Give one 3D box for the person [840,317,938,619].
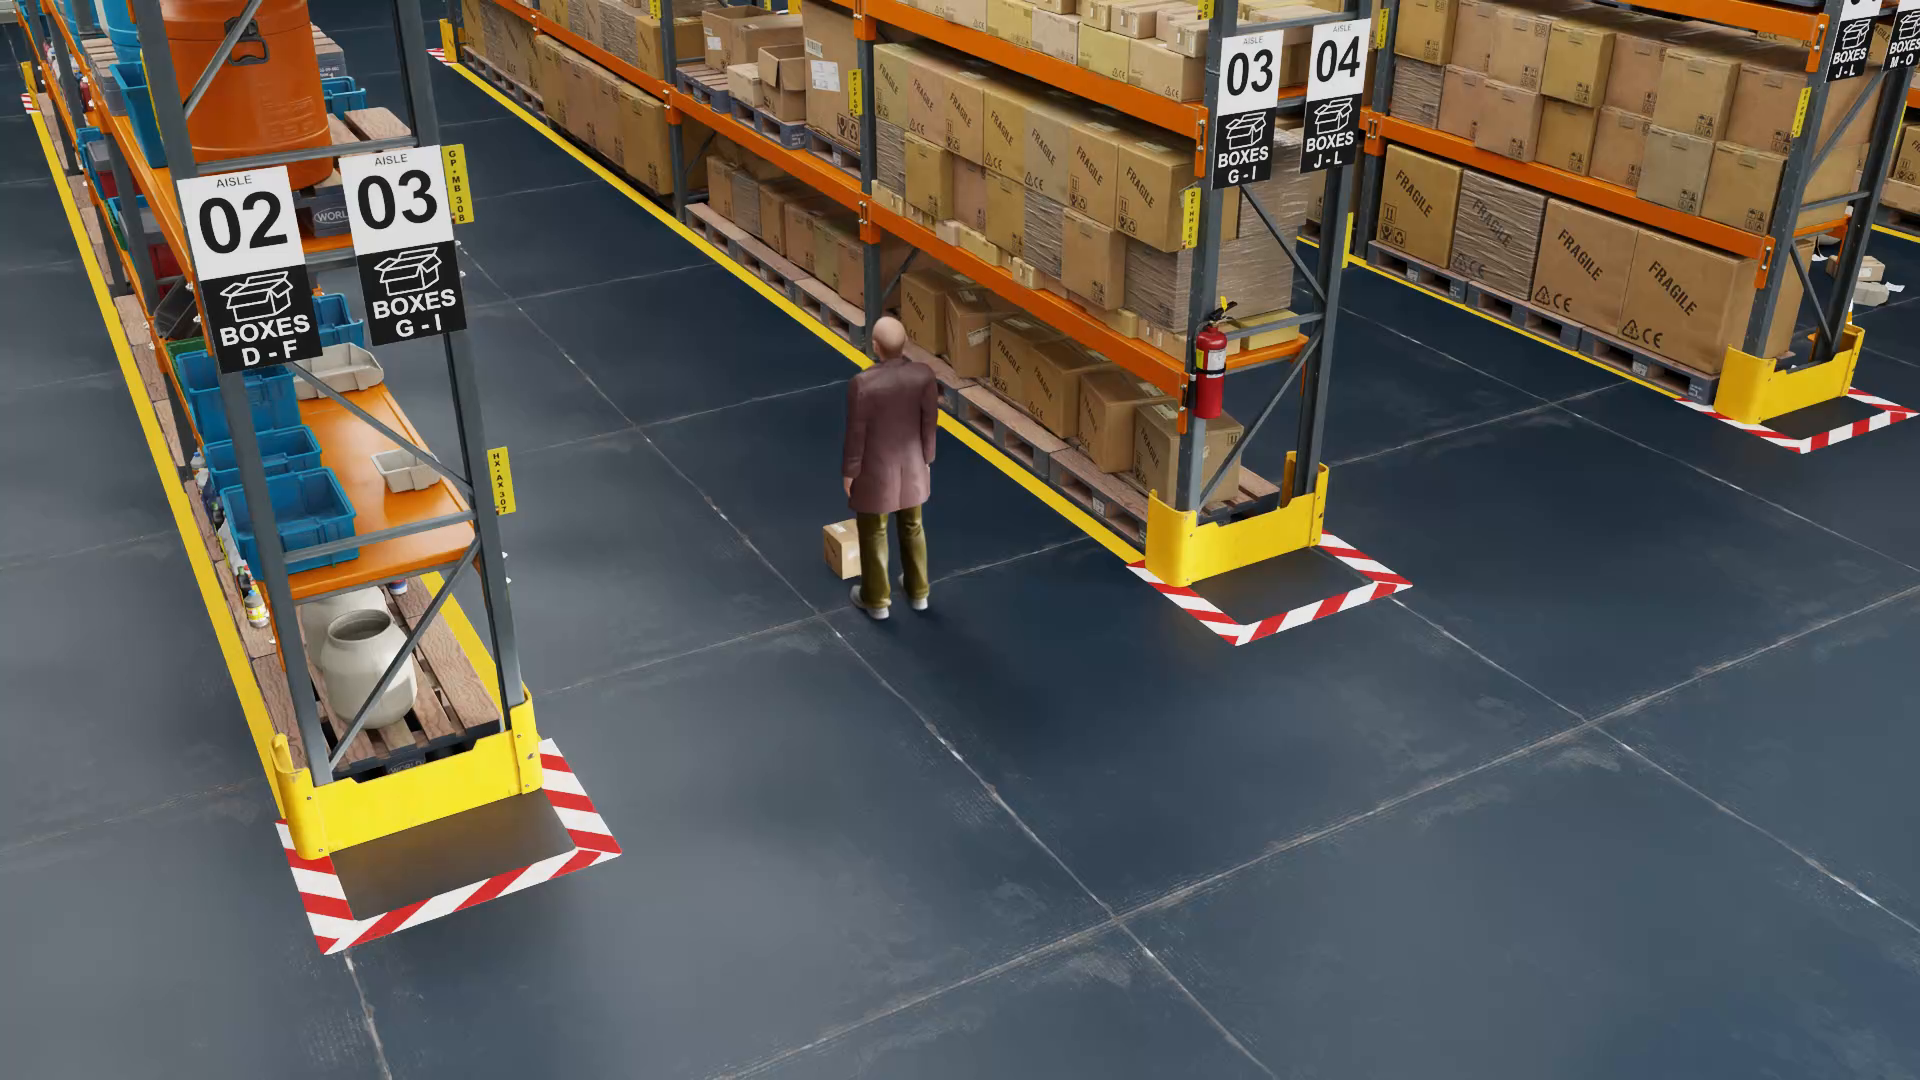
[{"bbox_3d":[-0.414,-0.418,9.326,0.578,1.783,0.398,-15,32,-26],"label":"person"}]
